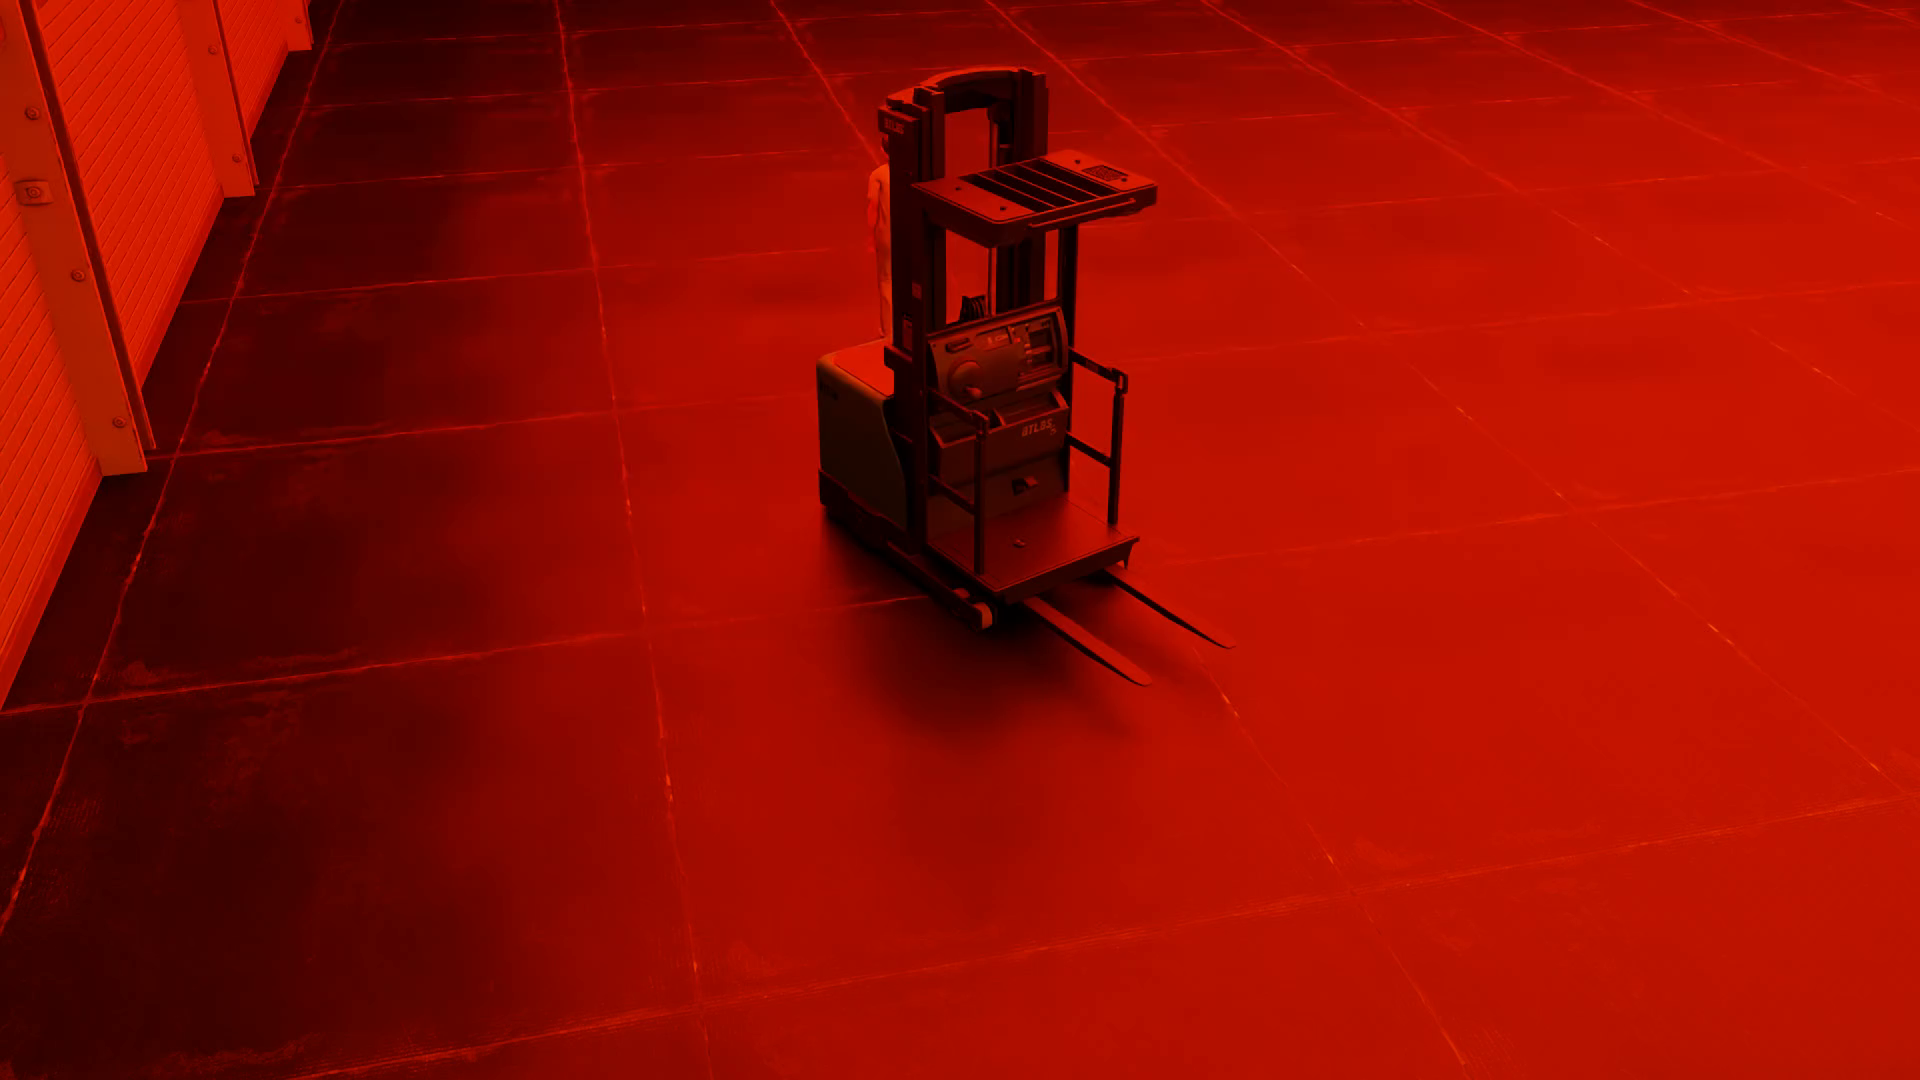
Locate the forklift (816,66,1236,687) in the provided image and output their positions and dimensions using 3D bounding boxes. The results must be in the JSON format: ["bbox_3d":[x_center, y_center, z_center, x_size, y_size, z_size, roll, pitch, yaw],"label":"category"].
[{"bbox_3d":[0.355,-1.021,9.338,1.130,2.935,3.031,-20,35,-30],"label":"forklift"}]

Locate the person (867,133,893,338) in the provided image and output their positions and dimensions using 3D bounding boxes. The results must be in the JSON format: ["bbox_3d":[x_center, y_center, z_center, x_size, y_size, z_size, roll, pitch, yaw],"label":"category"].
[{"bbox_3d":[-0.470,-2.350,12.892,0.508,1.671,0.365,-5,30,-9],"label":"person"}]
